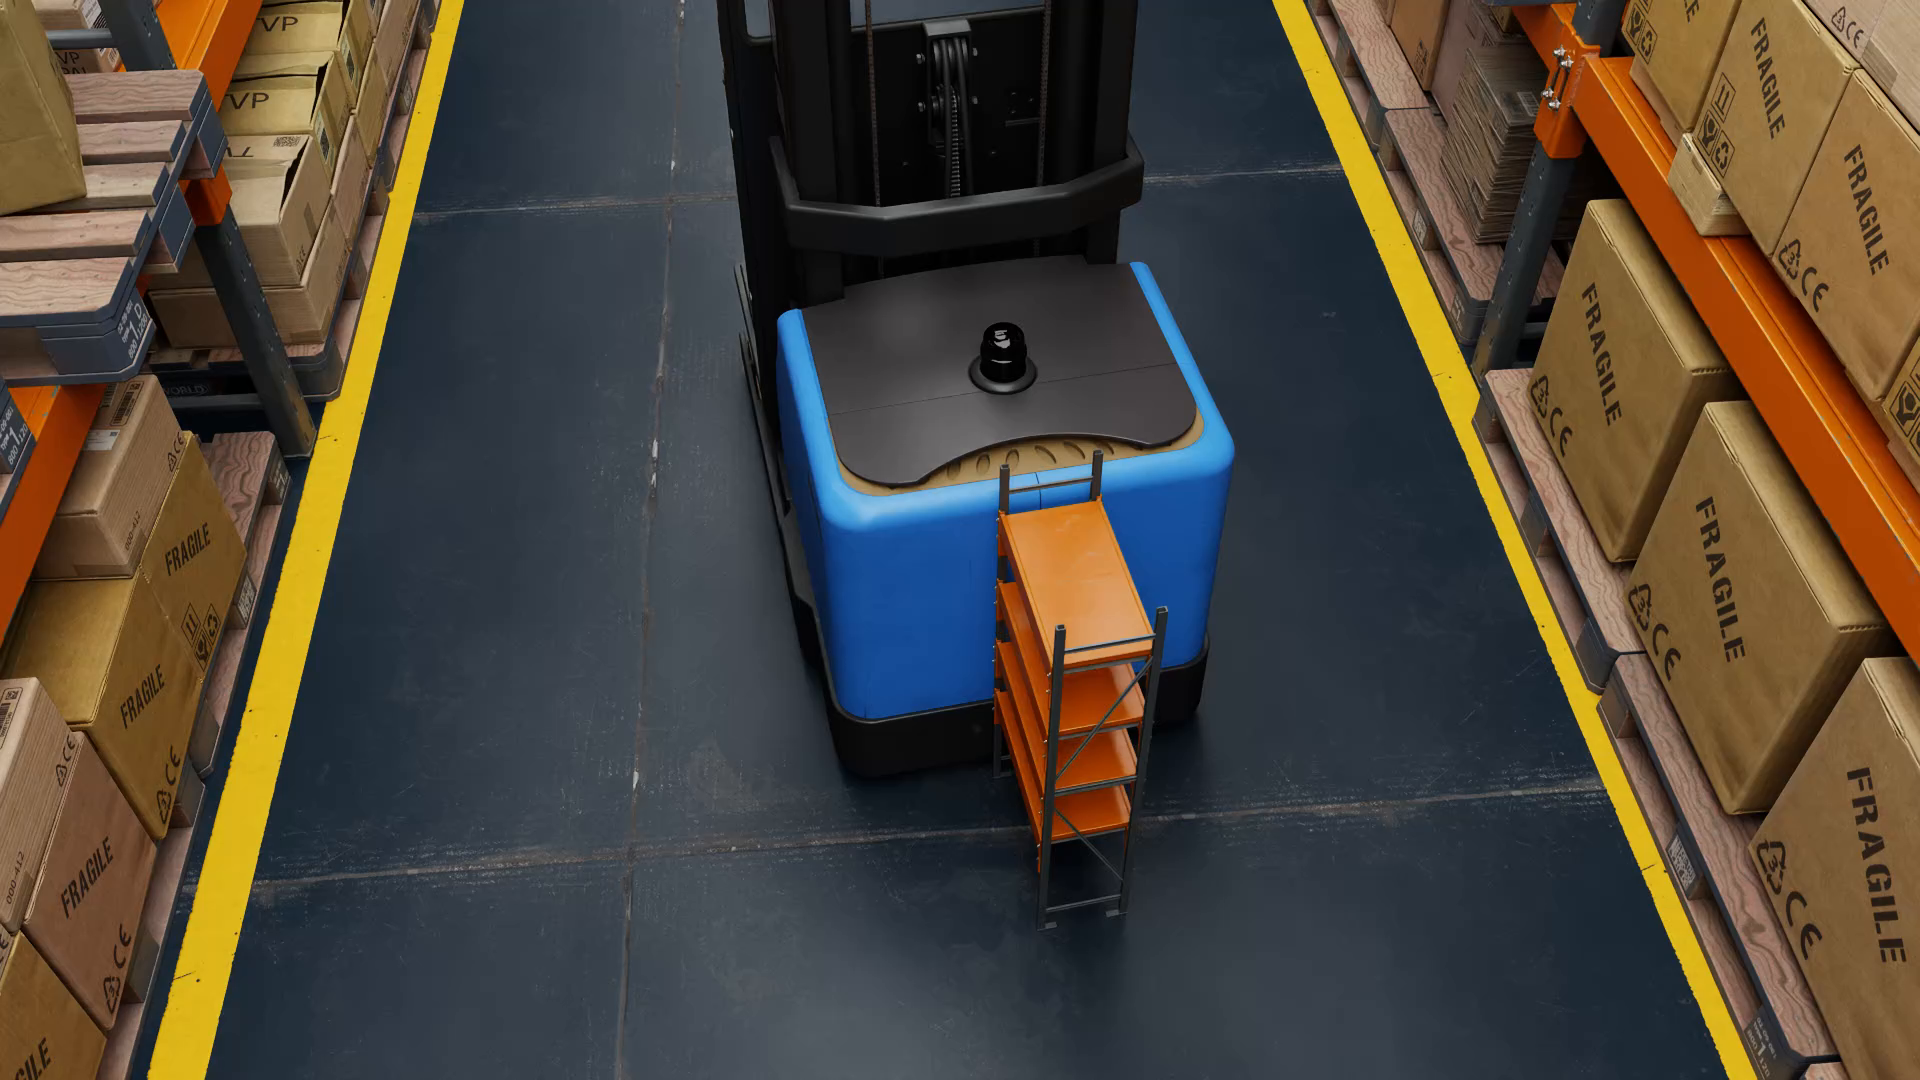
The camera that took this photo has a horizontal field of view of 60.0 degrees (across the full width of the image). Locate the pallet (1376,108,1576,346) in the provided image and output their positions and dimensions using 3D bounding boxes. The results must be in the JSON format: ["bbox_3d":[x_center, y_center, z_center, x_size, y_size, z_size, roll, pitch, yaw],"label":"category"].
[{"bbox_3d":[2.222,-1.224,6.264,1.003,0.211,1.213,-3,47,-3],"label":"pallet"}]

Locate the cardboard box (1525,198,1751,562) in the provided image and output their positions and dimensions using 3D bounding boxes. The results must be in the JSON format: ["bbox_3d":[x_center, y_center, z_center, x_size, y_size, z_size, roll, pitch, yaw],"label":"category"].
[{"bbox_3d":[2.217,-0.482,4.832,0.750,0.750,0.750,-4,47,-4],"label":"cardboard box"}]

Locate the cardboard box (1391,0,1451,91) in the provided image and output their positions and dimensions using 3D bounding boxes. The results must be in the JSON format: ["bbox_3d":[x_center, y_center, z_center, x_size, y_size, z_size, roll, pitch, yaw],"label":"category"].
[{"bbox_3d":[2.176,-2.164,6.652,0.700,0.500,0.500,-4,47,-4],"label":"cardboard box"}]

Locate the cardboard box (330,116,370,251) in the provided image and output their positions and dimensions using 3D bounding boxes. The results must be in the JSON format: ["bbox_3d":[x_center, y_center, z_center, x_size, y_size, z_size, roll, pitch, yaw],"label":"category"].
[{"bbox_3d":[-2.444,-1.273,5.994,0.500,0.250,0.500,-5,47,-4],"label":"cardboard box"}]

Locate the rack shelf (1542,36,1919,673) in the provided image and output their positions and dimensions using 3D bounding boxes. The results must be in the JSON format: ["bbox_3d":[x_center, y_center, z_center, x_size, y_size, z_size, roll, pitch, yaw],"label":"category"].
[{"bbox_3d":[2.453,0.077,3.606,1.077,0.370,4.000,-3,47,-3],"label":"rack shelf"}]

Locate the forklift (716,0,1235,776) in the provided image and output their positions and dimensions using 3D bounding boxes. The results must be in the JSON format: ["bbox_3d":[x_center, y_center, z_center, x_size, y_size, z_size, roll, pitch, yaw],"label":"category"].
[{"bbox_3d":[-0.137,-1.454,4.608,1.130,2.935,3.031,-9,47,-9],"label":"forklift"}]

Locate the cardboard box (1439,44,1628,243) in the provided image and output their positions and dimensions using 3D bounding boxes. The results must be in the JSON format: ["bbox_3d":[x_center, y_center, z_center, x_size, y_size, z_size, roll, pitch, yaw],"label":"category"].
[{"bbox_3d":[2.174,-1.427,5.954,0.700,0.500,0.500,-3,47,-3],"label":"cardboard box"}]

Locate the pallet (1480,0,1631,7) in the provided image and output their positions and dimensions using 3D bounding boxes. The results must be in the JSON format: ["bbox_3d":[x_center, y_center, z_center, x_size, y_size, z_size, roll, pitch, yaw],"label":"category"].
[{"bbox_3d":[2.120,-2.060,5.267,1.213,0.211,1.003,-3,47,-3],"label":"pallet"}]

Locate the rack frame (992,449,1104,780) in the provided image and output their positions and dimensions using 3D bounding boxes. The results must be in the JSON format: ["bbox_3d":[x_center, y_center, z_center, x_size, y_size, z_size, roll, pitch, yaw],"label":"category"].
[{"bbox_3d":[0.208,0.229,4.207,0.240,1.200,0.015,-9,47,-9],"label":"rack frame"}]

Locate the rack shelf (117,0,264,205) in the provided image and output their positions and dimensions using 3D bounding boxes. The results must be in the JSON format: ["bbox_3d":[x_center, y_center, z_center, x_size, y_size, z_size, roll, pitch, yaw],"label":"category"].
[{"bbox_3d":[-2.818,-2.513,6.059,1.077,0.370,4.000,-3,47,-3],"label":"rack shelf"}]

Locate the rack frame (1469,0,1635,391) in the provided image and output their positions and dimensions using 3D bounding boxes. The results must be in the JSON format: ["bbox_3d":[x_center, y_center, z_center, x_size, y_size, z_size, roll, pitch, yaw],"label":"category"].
[{"bbox_3d":[2.286,-1.617,4.716,1.000,3.000,0.127,-3,47,-3],"label":"rack frame"}]

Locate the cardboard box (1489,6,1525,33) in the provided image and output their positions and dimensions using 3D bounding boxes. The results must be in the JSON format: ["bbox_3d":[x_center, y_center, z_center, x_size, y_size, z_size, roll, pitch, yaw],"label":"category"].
[{"bbox_3d":[2.188,-2.101,6.076,0.500,0.250,0.500,-3,47,-3],"label":"cardboard box"}]

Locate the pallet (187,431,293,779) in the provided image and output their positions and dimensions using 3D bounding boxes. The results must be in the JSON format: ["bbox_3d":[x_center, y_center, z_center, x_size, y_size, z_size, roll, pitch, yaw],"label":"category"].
[{"bbox_3d":[-2.625,0.188,4.927,1.003,0.211,1.213,-3,47,-3],"label":"pallet"}]

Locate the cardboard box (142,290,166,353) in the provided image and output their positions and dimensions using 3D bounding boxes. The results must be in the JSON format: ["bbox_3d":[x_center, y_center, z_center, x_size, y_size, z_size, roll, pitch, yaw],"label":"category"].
[{"bbox_3d":[-2.937,-0.878,5.620,0.500,0.250,0.500,-2,47,-2],"label":"cardboard box"}]

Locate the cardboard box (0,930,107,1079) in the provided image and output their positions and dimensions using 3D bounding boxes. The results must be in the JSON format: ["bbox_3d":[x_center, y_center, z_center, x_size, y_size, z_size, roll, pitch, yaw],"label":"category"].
[{"bbox_3d":[-2.203,1.177,3.488,0.500,0.500,0.500,-3,47,-3],"label":"cardboard box"}]

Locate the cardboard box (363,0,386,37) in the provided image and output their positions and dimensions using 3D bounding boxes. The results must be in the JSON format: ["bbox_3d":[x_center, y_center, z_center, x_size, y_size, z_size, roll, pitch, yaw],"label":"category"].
[{"bbox_3d":[-2.538,-2.222,6.507,0.500,0.311,0.500,-4,47,-4],"label":"cardboard box"}]

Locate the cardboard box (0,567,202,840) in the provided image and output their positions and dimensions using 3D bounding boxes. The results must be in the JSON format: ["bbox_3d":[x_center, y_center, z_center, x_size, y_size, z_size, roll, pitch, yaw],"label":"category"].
[{"bbox_3d":[-2.295,0.432,4.194,0.500,0.500,0.500,-5,47,-5],"label":"cardboard box"}]

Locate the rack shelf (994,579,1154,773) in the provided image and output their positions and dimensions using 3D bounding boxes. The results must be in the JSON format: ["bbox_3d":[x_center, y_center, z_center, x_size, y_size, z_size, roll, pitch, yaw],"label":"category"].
[{"bbox_3d":[0.262,0.294,3.930,0.258,0.148,0.480,-9,47,-9],"label":"rack shelf"}]

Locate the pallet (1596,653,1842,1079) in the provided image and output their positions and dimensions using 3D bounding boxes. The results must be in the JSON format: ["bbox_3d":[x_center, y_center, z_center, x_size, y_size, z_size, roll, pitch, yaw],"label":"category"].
[{"bbox_3d":[2.376,0.797,4.349,1.003,0.211,1.213,-3,47,-3],"label":"pallet"}]

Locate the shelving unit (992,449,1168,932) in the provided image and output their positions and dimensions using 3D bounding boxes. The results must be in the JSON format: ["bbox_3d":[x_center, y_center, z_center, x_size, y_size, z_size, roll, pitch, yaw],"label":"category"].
[{"bbox_3d":[0.262,0.402,4.043,0.258,1.200,0.503,-9,47,-9],"label":"shelving unit"}]

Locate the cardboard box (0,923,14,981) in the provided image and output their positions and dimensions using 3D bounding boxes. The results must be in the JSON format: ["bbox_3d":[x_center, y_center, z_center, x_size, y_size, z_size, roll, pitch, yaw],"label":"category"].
[{"bbox_3d":[-2.197,0.943,3.193,0.500,0.250,0.500,-3,47,-3],"label":"cardboard box"}]

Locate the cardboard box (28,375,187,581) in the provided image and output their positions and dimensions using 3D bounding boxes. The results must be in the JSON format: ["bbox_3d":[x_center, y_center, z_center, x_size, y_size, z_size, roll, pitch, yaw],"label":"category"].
[{"bbox_3d":[-2.329,-0.160,4.238,0.500,0.250,0.500,-2,47,-2],"label":"cardboard box"}]

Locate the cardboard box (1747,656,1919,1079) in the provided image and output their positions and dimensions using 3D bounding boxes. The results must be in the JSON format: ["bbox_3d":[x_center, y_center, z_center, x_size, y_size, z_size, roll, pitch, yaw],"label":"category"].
[{"bbox_3d":[2.359,0.766,3.650,0.750,0.750,0.750,-2,47,-2],"label":"cardboard box"}]

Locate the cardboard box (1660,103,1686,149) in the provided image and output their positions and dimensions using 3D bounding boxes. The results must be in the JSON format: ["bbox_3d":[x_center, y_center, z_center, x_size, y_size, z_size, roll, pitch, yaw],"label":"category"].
[{"bbox_3d":[2.095,-1.102,4.387,0.380,0.149,0.250,-3,47,-3],"label":"cardboard box"}]

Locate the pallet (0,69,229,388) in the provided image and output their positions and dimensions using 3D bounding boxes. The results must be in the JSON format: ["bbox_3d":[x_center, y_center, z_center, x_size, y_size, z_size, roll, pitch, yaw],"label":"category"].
[{"bbox_3d":[-2.524,-0.761,4.037,1.213,0.211,1.003,-3,47,-3],"label":"pallet"}]

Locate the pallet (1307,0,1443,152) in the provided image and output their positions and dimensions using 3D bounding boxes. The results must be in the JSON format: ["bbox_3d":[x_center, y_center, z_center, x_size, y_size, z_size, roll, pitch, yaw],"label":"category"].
[{"bbox_3d":[2.123,-2.104,7.098,1.003,0.211,1.213,-3,47,-3],"label":"pallet"}]

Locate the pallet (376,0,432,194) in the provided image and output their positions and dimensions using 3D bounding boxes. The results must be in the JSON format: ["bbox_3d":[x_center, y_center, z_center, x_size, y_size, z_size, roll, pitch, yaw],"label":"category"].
[{"bbox_3d":[-2.779,-1.833,6.841,1.003,0.211,1.213,-3,47,-3],"label":"pallet"}]

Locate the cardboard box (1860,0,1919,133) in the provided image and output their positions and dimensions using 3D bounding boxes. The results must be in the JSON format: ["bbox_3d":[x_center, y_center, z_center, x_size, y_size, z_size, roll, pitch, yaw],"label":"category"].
[{"bbox_3d":[2.158,-0.924,3.255,0.500,0.250,0.500,-3,47,-3],"label":"cardboard box"}]

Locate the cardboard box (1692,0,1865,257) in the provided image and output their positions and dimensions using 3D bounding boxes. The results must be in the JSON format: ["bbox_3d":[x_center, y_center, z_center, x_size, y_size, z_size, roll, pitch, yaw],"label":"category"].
[{"bbox_3d":[2.106,-1.014,3.857,0.500,0.500,0.500,-2,47,-2],"label":"cardboard box"}]

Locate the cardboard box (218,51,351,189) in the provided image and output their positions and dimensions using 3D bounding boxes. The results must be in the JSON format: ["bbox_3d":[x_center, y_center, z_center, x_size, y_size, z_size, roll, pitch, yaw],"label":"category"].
[{"bbox_3d":[-2.454,-1.481,5.805,0.500,0.311,0.500,-5,47,-4],"label":"cardboard box"}]

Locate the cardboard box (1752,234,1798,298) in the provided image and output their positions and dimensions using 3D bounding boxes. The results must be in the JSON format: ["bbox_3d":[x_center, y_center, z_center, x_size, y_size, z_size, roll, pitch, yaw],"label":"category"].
[{"bbox_3d":[2.177,-0.731,4.035,0.380,0.149,0.250,-4,47,-4],"label":"cardboard box"}]

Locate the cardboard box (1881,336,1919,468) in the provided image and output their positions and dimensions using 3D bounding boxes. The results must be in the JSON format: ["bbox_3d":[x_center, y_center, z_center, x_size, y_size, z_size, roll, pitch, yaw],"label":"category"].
[{"bbox_3d":[2.198,-0.279,3.161,0.500,0.500,0.500,-2,47,-2],"label":"cardboard box"}]

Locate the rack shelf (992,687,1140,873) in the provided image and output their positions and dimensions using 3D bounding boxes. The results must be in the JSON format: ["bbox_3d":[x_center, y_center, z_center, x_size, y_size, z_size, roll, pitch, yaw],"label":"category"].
[{"bbox_3d":[0.262,0.584,4.236,0.258,0.148,0.480,-9,47,-9],"label":"rack shelf"}]

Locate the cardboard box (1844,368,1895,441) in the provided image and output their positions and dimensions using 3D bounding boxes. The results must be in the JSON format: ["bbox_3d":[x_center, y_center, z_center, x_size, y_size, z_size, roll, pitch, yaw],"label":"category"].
[{"bbox_3d":[2.218,-0.356,3.681,0.380,0.149,0.250,-3,47,-3],"label":"cardboard box"}]

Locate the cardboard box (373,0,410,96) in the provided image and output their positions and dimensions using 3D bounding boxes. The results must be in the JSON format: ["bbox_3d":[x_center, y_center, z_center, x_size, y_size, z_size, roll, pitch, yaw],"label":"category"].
[{"bbox_3d":[-2.536,-2.019,6.701,0.500,0.250,0.500,-3,47,-2],"label":"cardboard box"}]
